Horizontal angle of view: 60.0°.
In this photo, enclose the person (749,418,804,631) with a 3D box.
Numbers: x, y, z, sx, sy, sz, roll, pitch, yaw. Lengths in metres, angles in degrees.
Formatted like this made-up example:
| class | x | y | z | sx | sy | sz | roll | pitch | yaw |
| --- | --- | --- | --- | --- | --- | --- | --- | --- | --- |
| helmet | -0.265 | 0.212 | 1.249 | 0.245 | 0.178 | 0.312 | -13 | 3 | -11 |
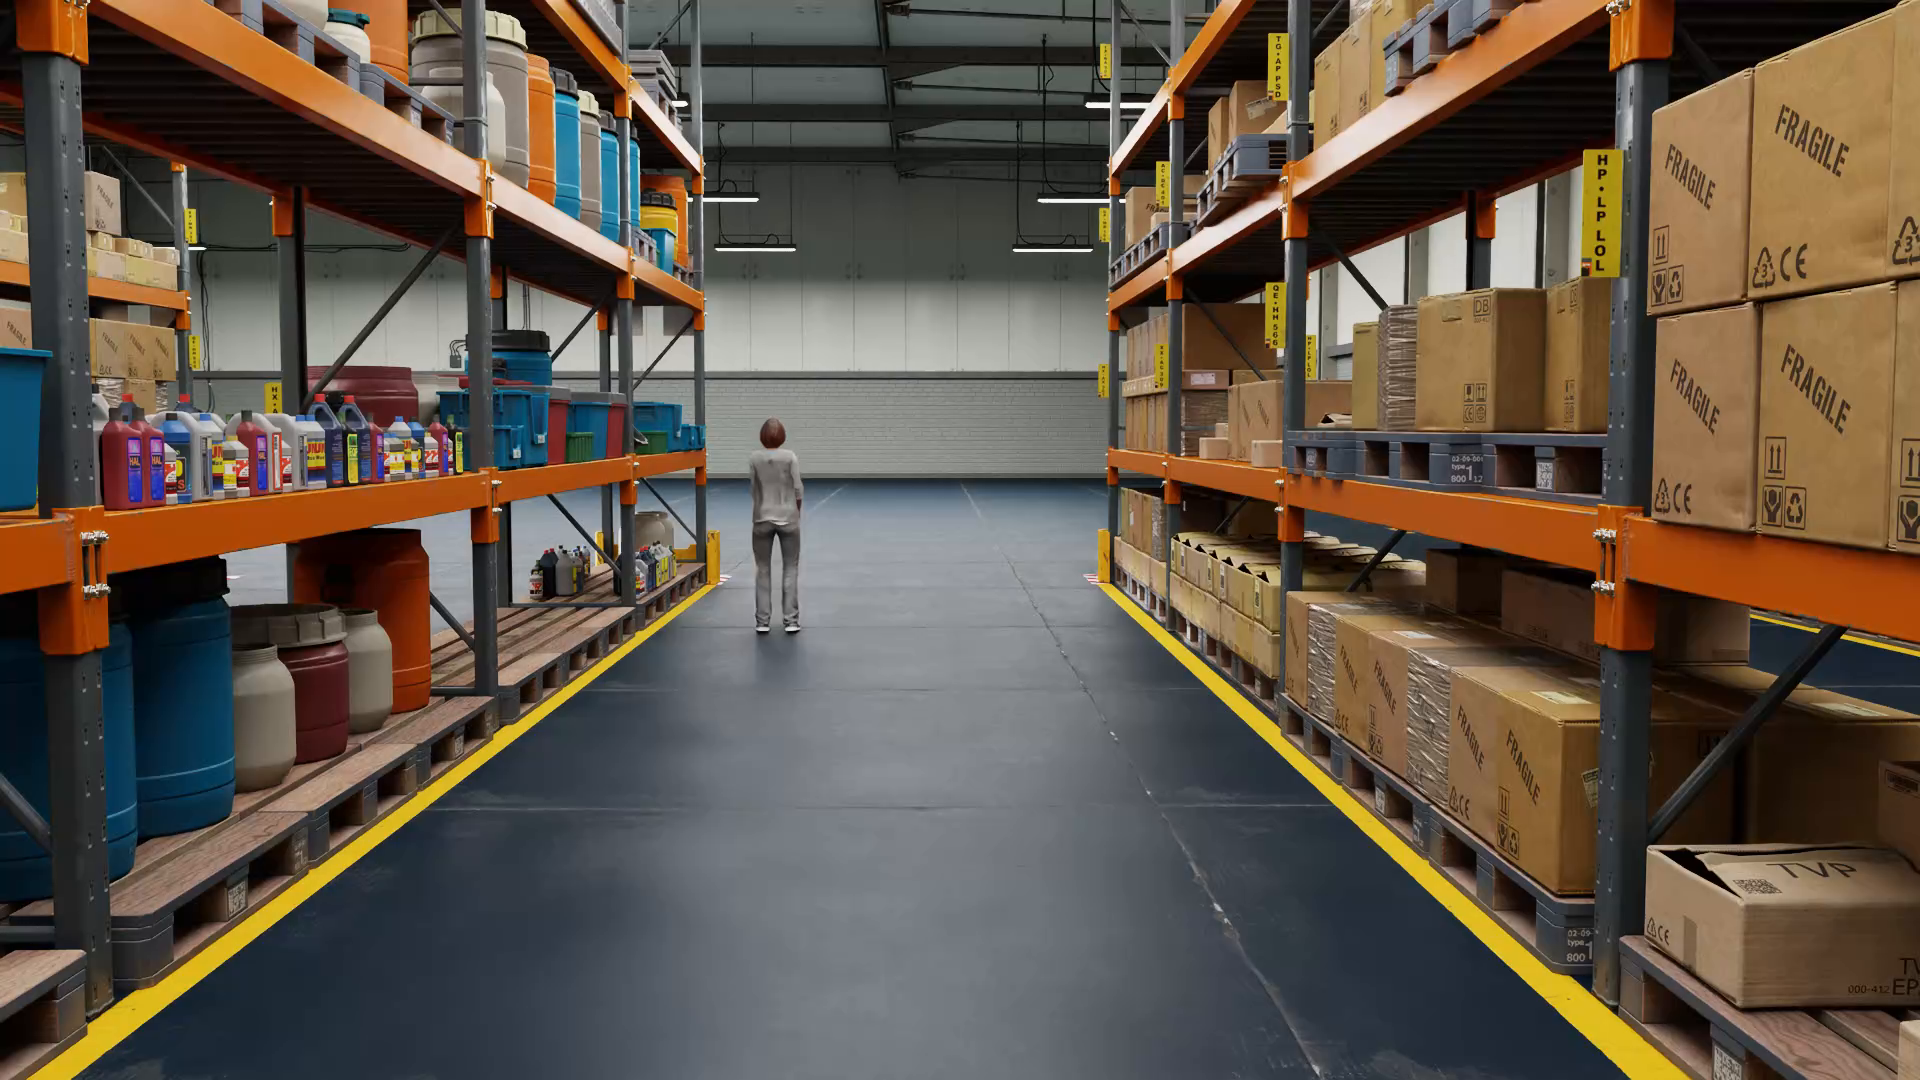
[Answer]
| class | x | y | z | sx | sy | sz | roll | pitch | yaw |
| --- | --- | --- | --- | --- | --- | --- | --- | --- | --- |
| person | -1.367 | -0.114 | 12.426 | 0.404 | 1.594 | 0.494 | 0 | 4 | 0 |
